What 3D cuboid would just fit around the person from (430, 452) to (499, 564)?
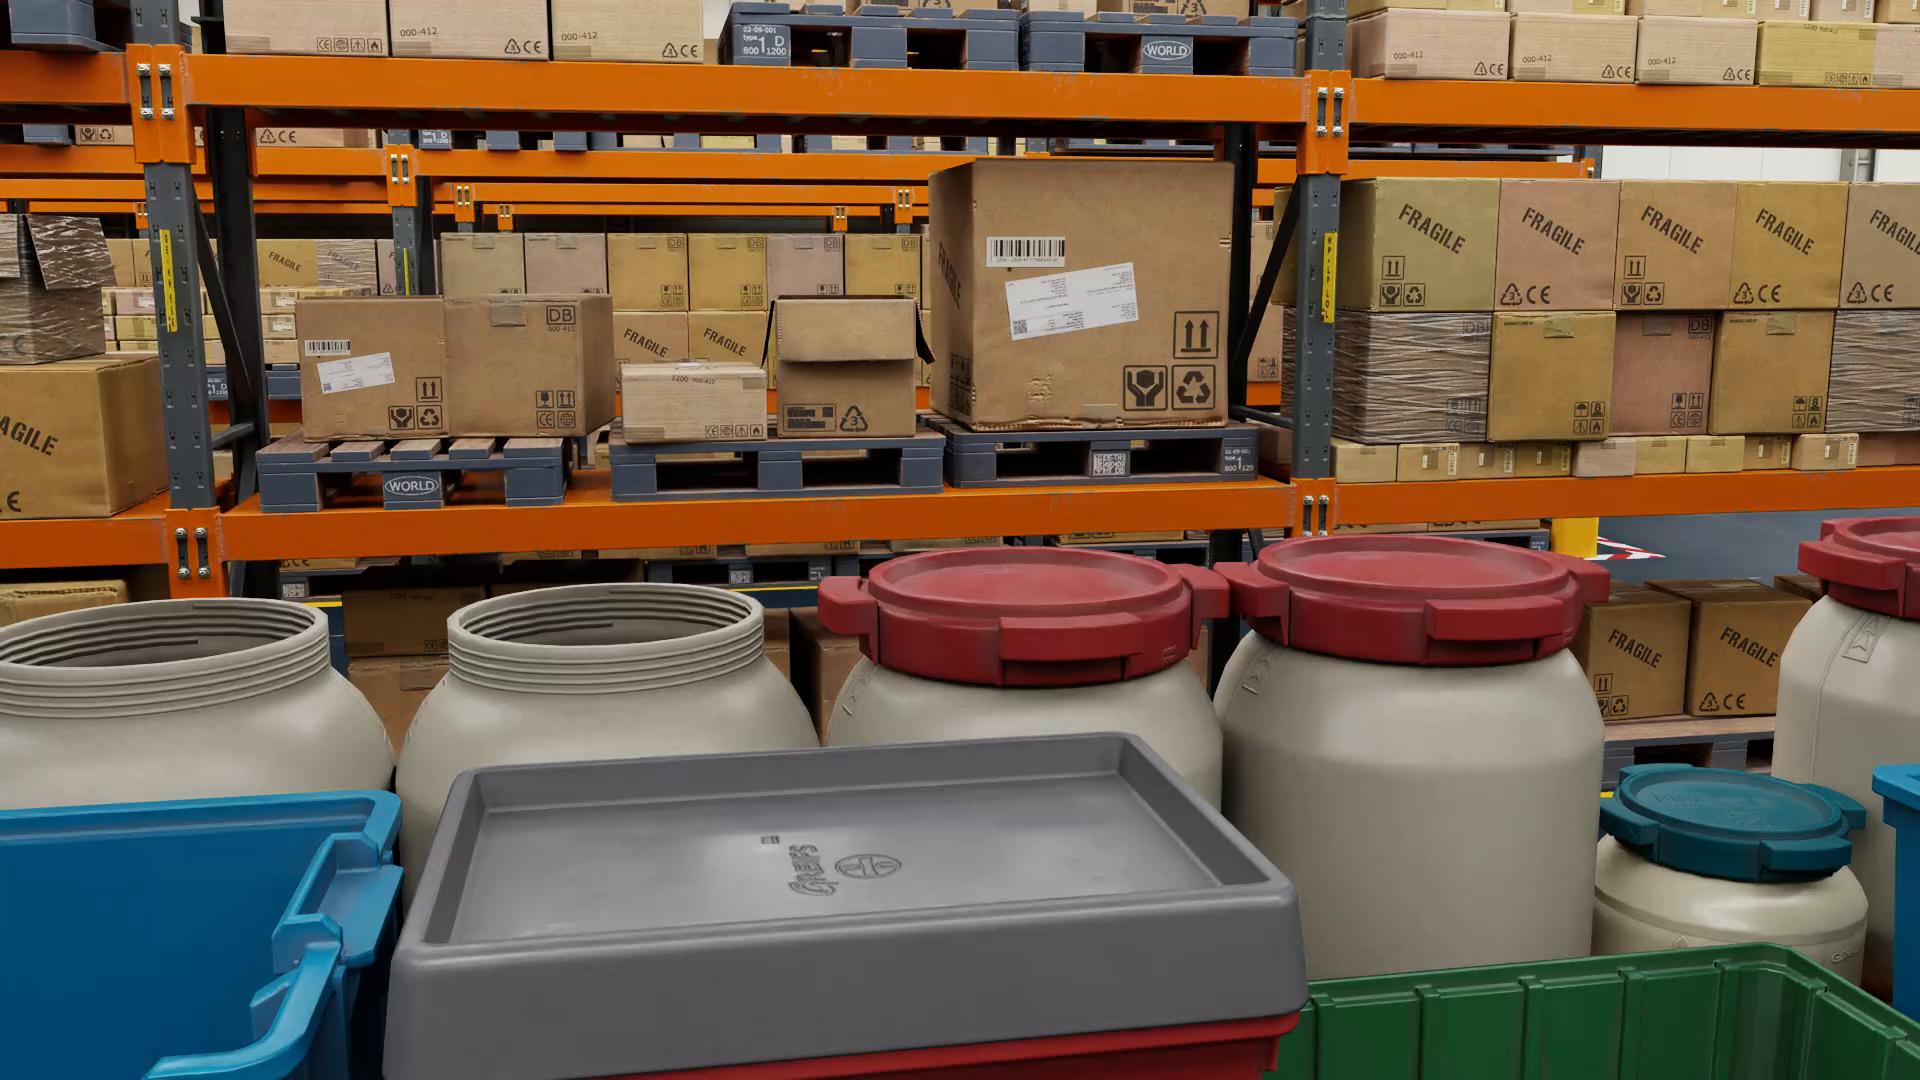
[{"bbox_3d":[-2.614,-0.105,8.500,0.874,1.644,0.458,0,10,0],"label":"person"}]
